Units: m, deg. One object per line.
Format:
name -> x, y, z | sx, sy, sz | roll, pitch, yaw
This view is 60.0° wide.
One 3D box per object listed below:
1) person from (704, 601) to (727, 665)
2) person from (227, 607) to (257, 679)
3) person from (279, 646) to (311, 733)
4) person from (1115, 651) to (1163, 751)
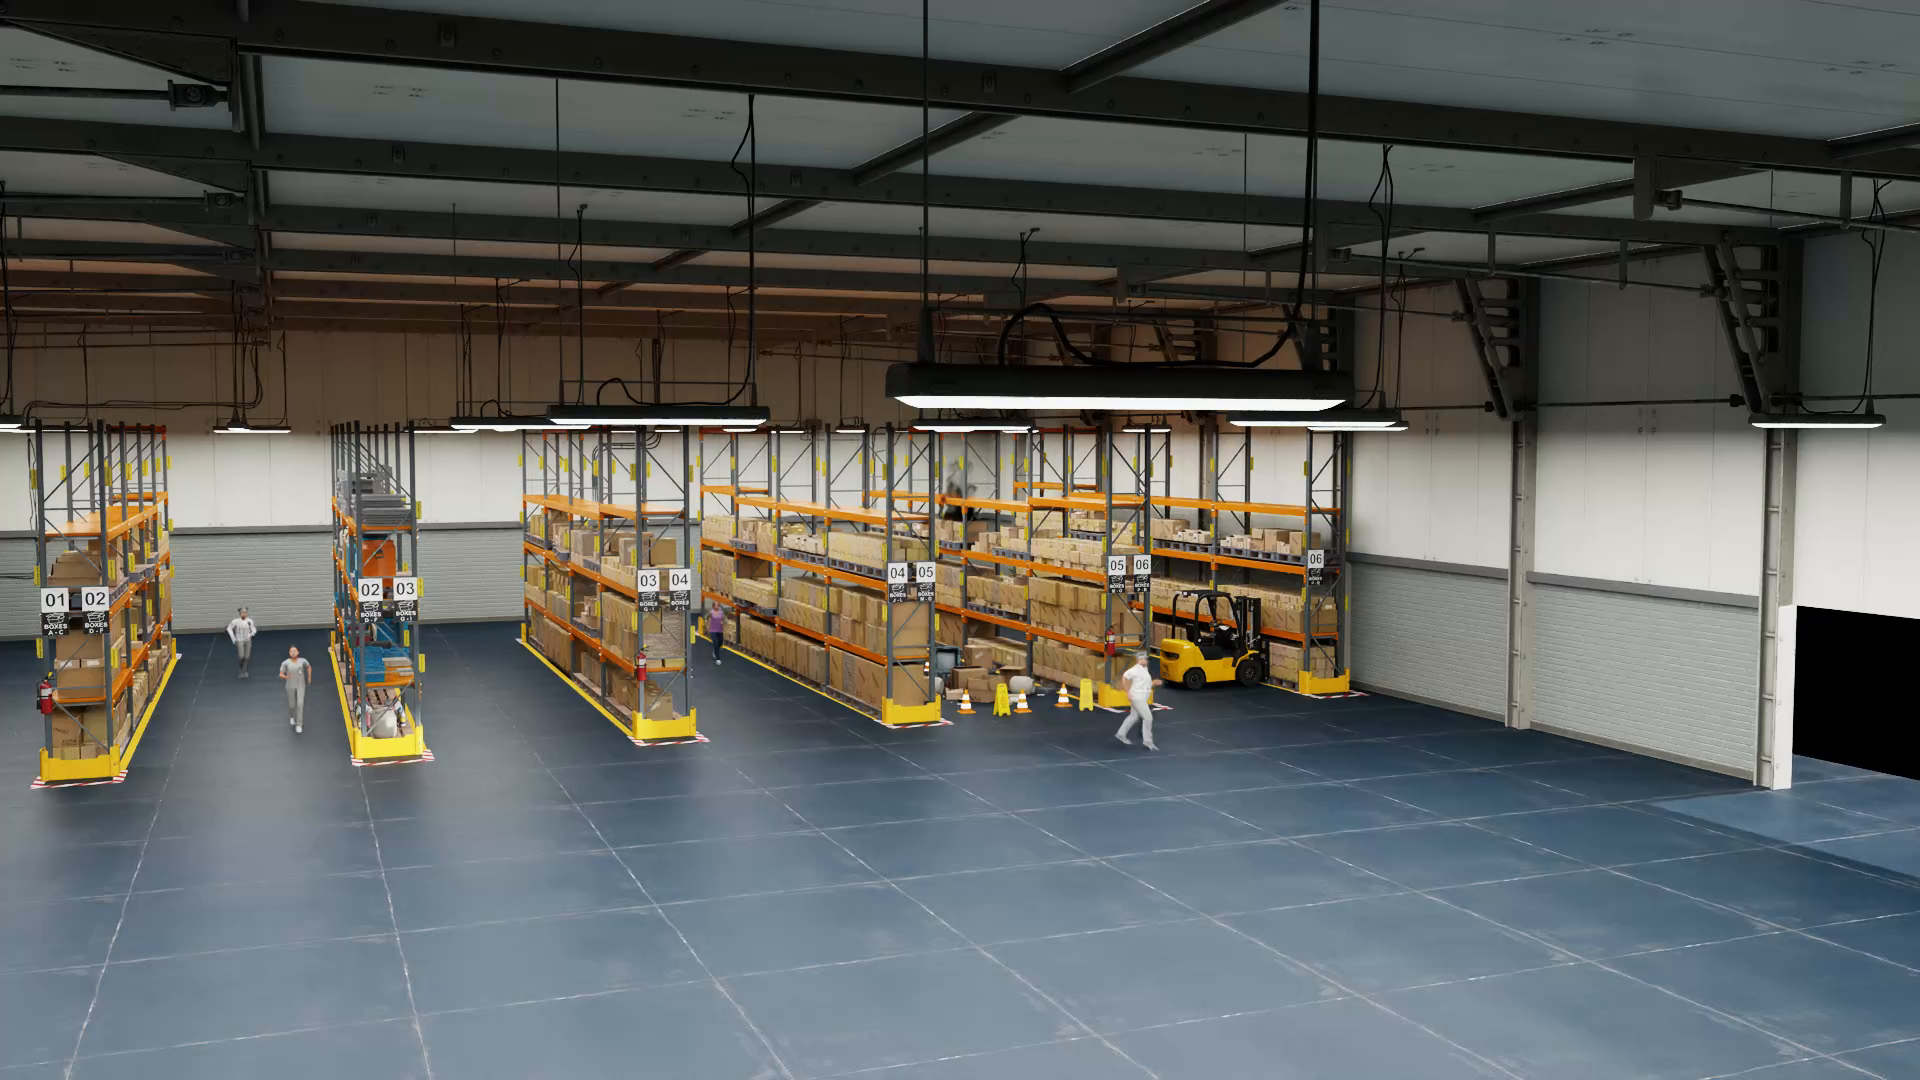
person -> -6.118, 2.310, 41.718 | 0.543, 1.576, 0.877 | -2, 4, -25
person -> -16.963, 2.433, 39.348 | 0.612, 1.723, 0.587 | -2, 4, -34
person -> -12.862, 2.856, 32.198 | 0.581, 1.626, 1.053 | -1, 4, -22
person -> 3.266, 2.934, 30.439 | 0.893, 1.831, 0.634 | 1, 4, 19
